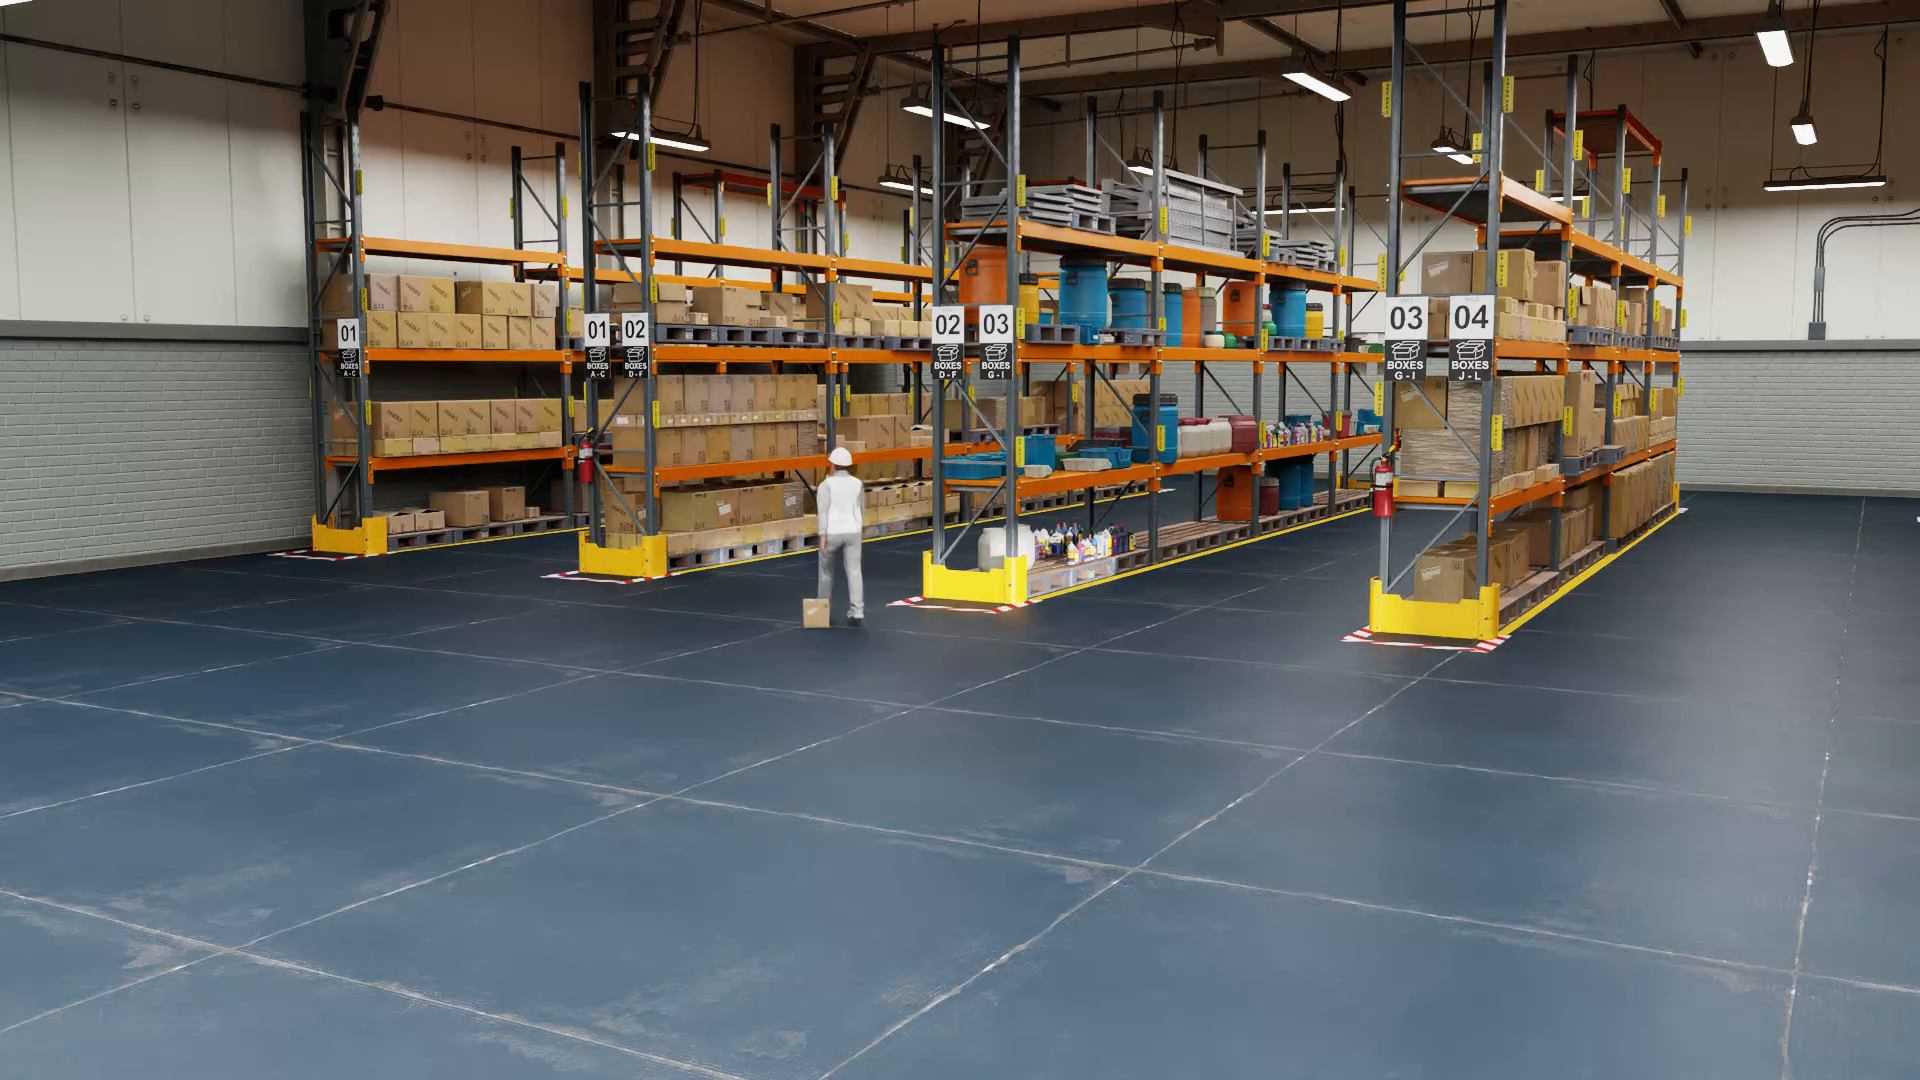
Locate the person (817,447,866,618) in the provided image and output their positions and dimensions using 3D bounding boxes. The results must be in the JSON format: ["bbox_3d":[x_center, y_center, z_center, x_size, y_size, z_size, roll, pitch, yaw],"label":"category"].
[{"bbox_3d":[-1.205,-0.074,16.775,0.536,1.717,1.067,-2,6,-19],"label":"person"}]
